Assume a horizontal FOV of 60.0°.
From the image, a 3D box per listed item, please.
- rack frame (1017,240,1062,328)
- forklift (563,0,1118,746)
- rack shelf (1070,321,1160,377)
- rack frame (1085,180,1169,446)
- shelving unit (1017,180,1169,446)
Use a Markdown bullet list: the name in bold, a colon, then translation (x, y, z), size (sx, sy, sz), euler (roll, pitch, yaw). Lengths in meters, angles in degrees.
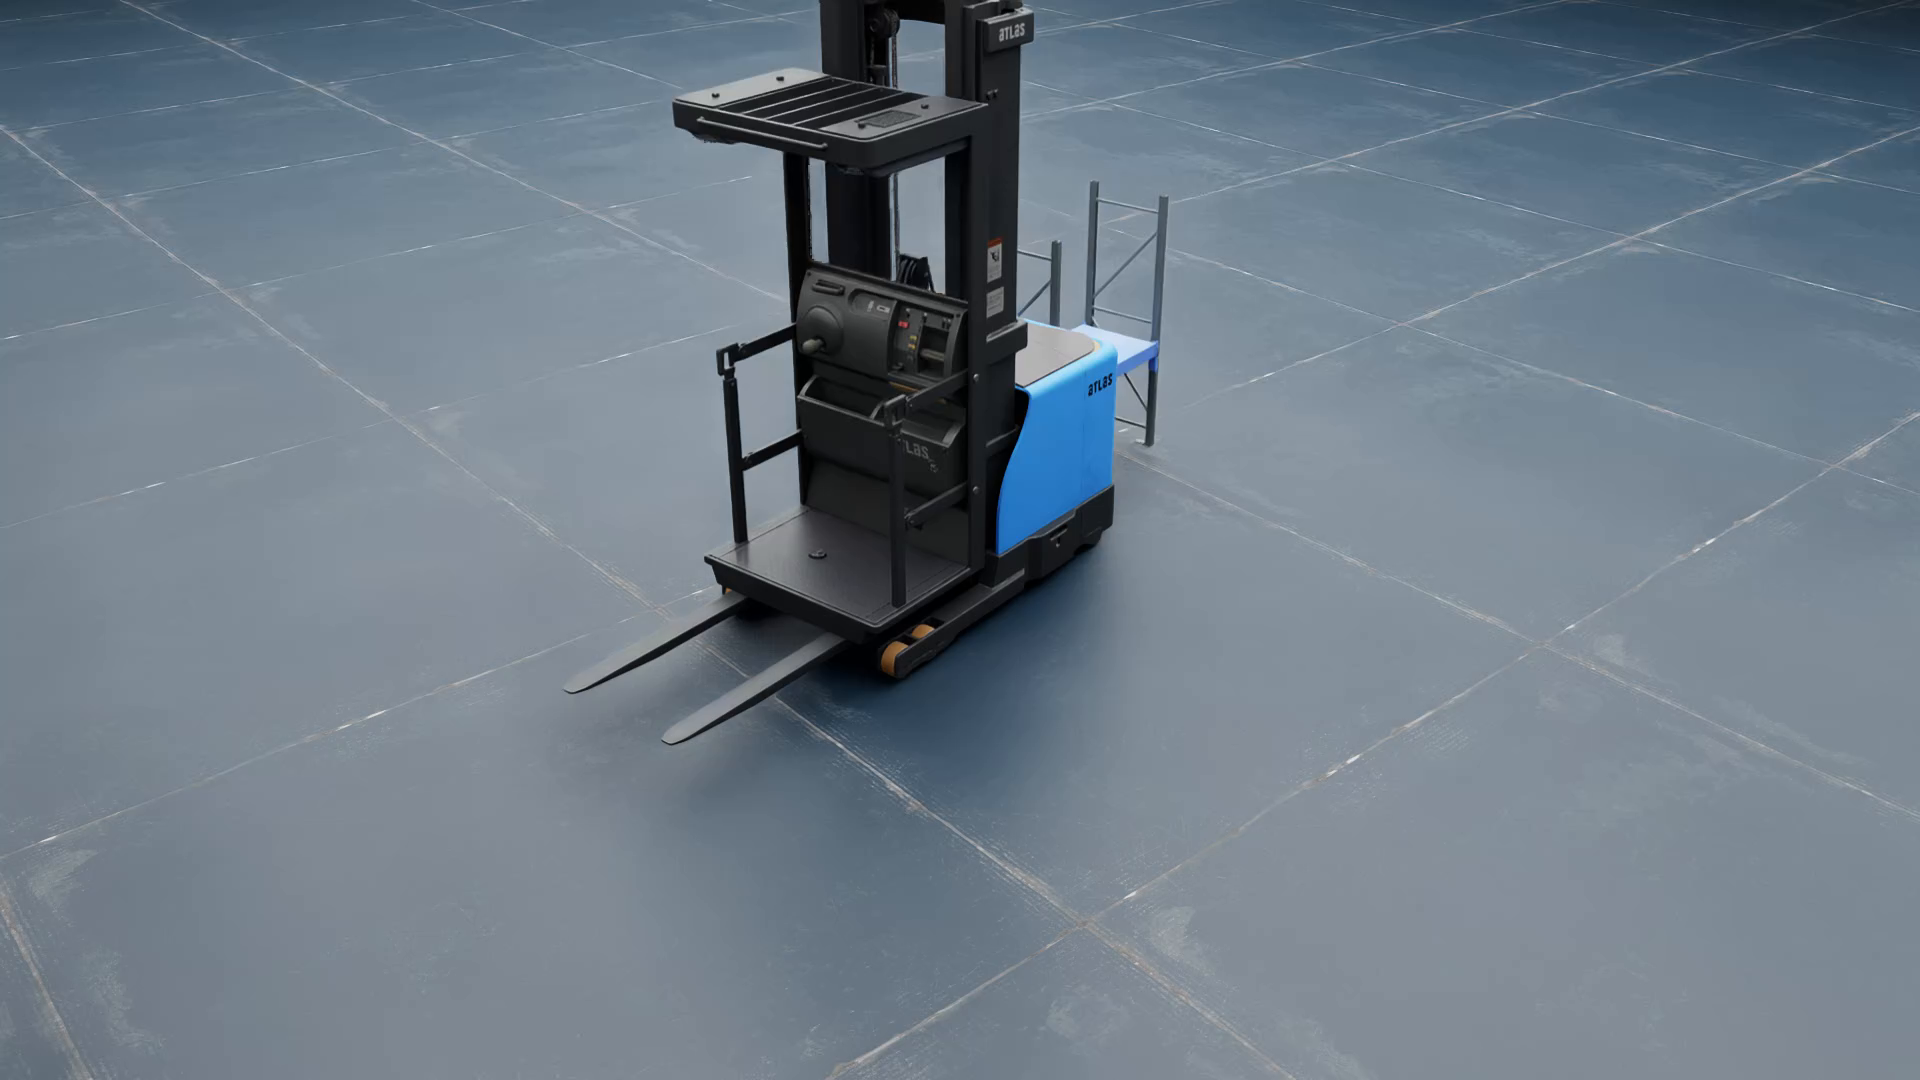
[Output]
- **rack frame**: translation (0.308, -0.913, 8.868), size (0.500, 1.500, 0.032), euler (20, 34, 33)
- **forklift**: translation (-0.499, -0.925, 7.372), size (1.130, 2.935, 3.031), euler (20, 34, 33)
- **rack shelf**: translation (0.622, -0.943, 9.305), size (0.538, 0.185, 1.000), euler (20, 34, 33)
- **rack frame**: translation (0.936, -1.290, 9.573), size (0.500, 1.500, 0.032), euler (20, 34, 33)
- **shelving unit**: translation (0.622, -1.102, 9.220), size (0.538, 1.500, 1.048), euler (20, 34, 33)
